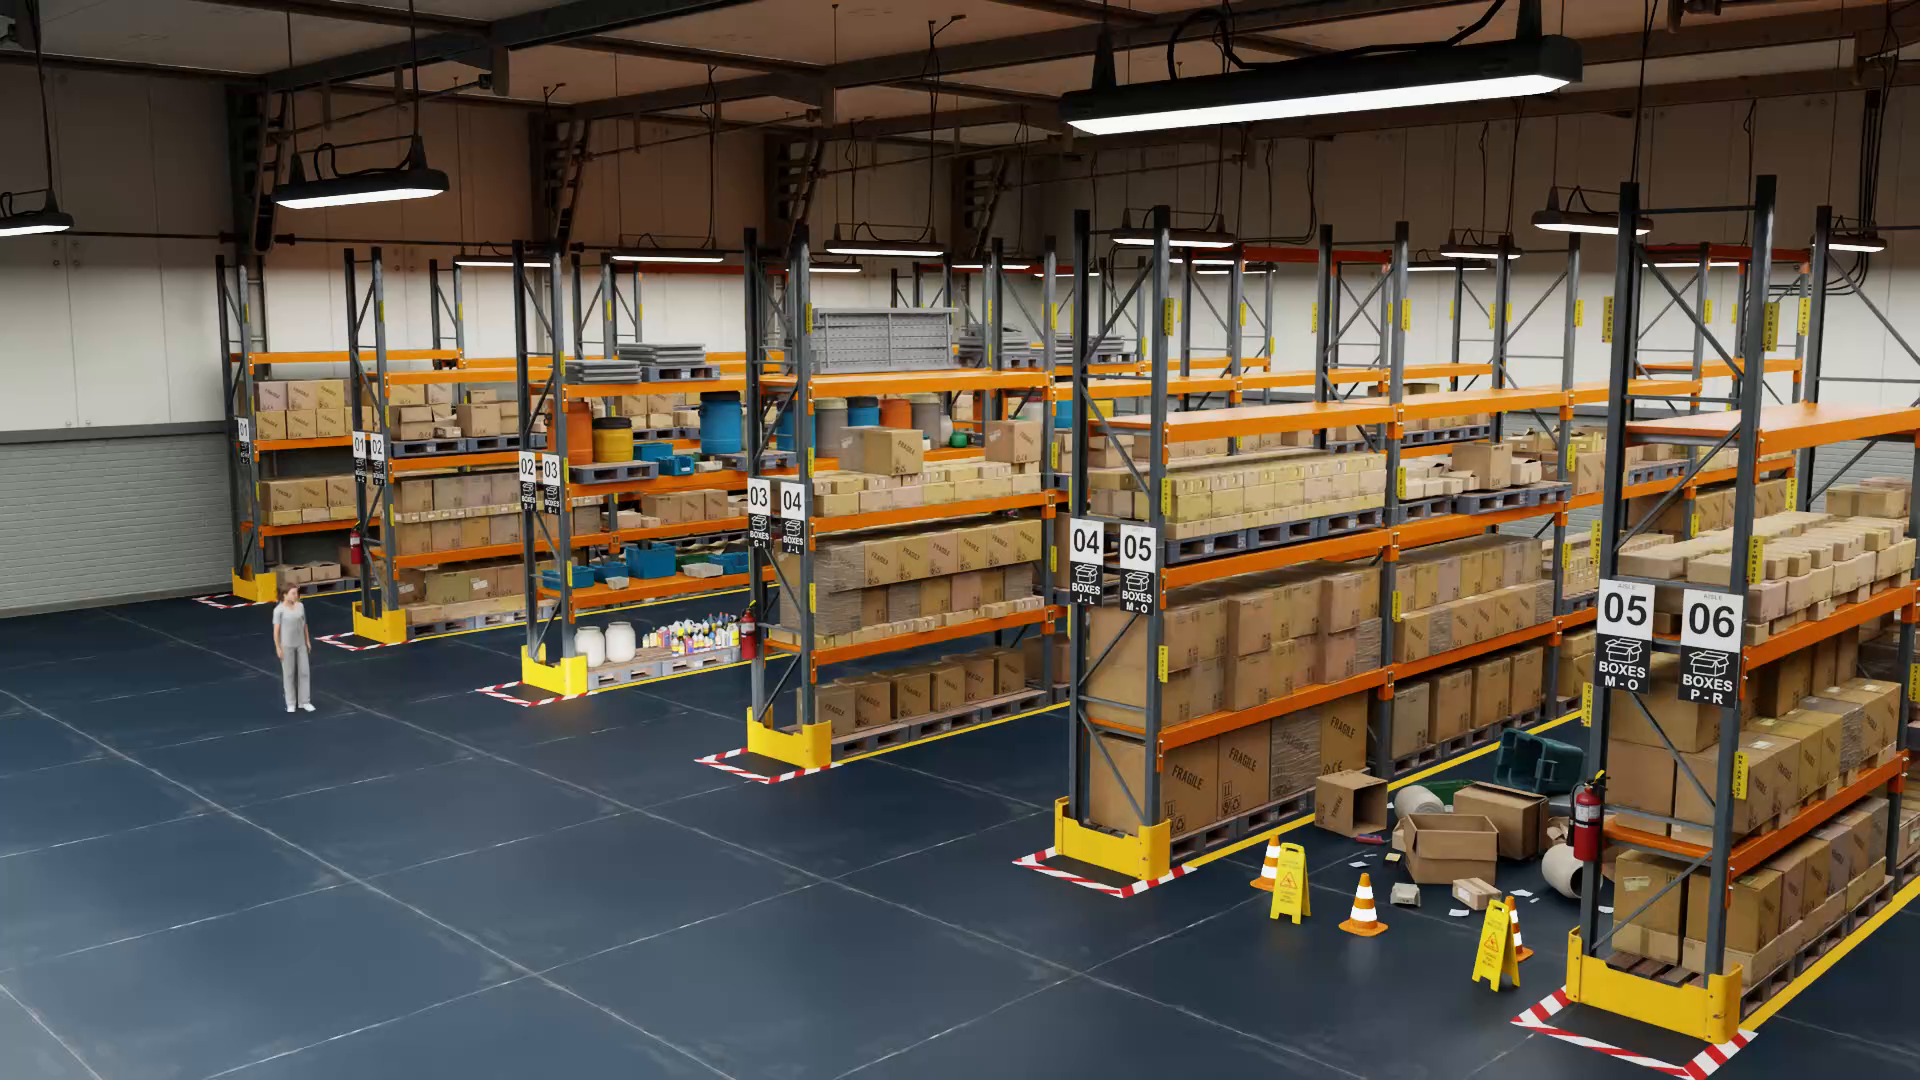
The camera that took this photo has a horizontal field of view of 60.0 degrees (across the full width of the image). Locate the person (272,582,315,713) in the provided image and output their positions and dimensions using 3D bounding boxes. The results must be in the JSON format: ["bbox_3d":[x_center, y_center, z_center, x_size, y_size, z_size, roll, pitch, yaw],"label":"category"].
[{"bbox_3d":[-8.488,1.360,21.144,0.375,1.682,0.472,6,10,37],"label":"person"}]

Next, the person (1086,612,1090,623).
[{"bbox_3d":[1.943,0.389,25.542,0.423,1.824,0.590,1,8,10],"label":"person"}]
